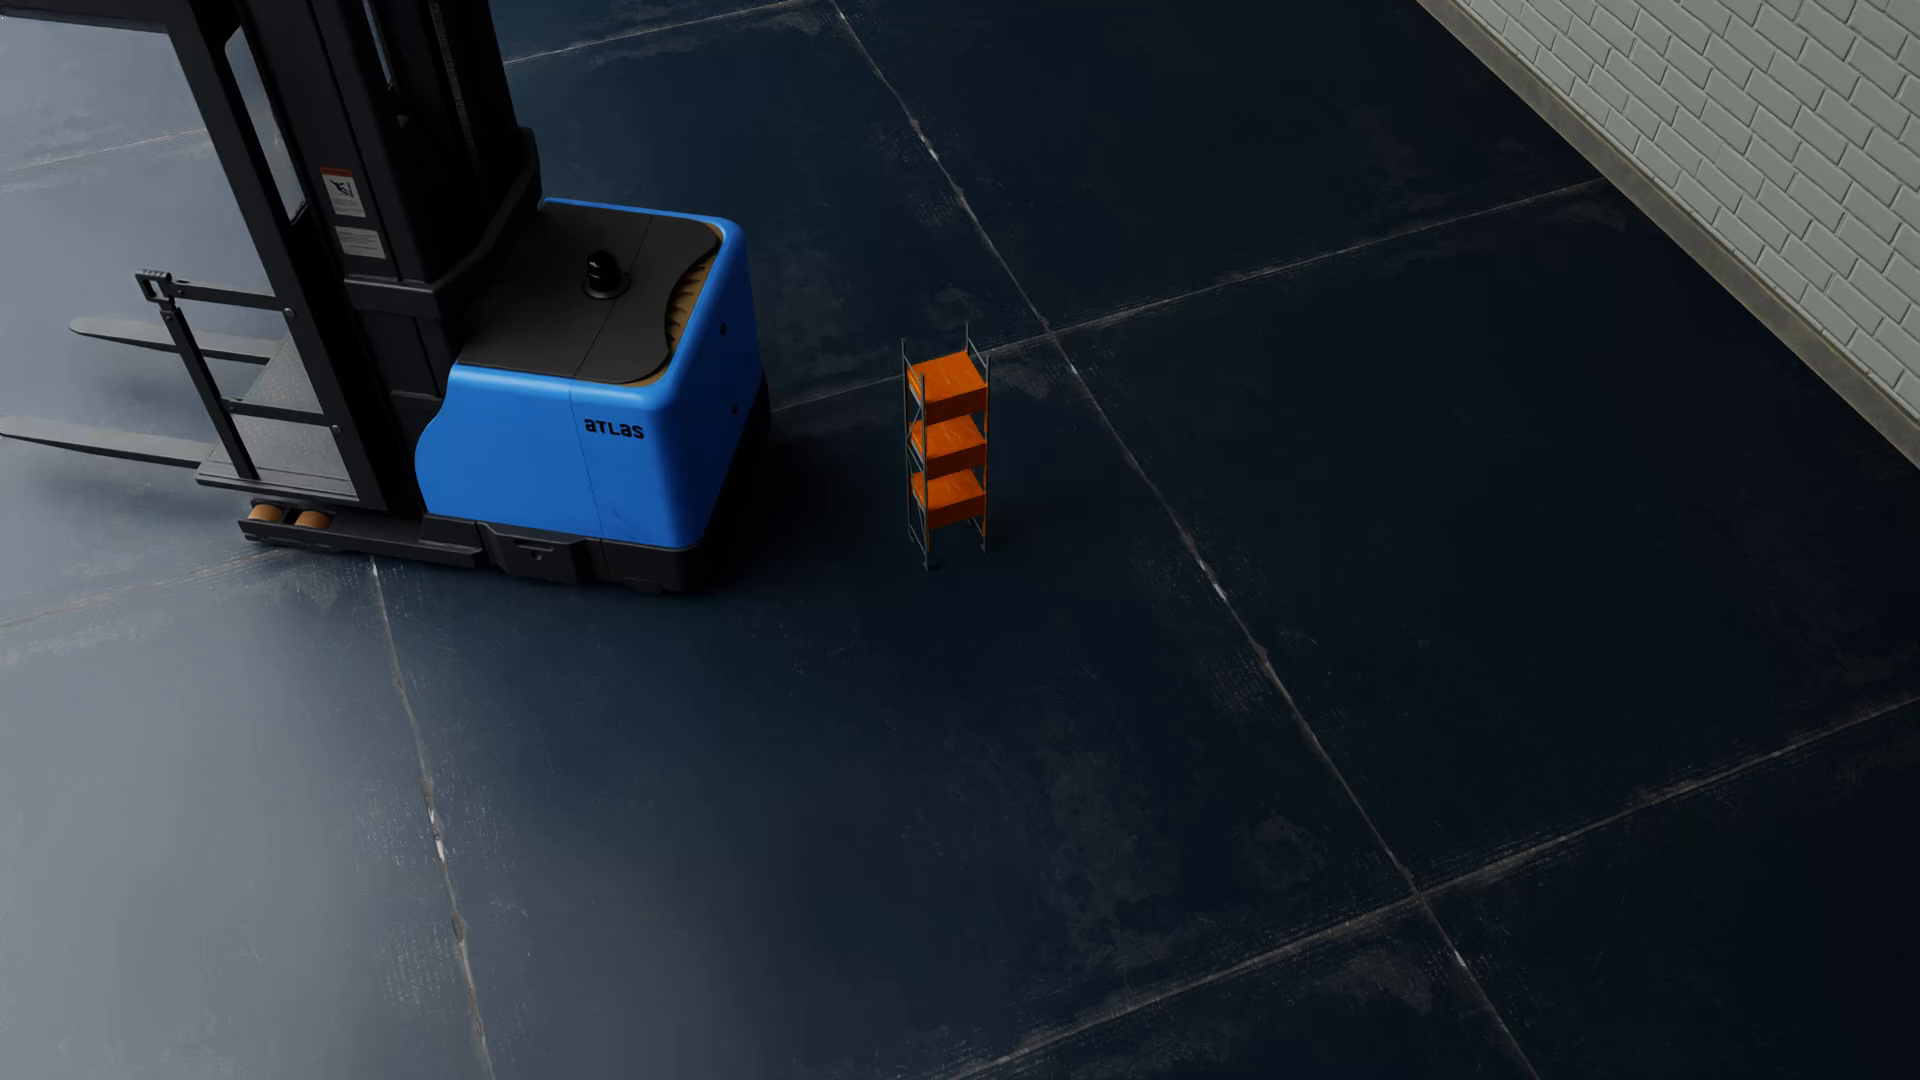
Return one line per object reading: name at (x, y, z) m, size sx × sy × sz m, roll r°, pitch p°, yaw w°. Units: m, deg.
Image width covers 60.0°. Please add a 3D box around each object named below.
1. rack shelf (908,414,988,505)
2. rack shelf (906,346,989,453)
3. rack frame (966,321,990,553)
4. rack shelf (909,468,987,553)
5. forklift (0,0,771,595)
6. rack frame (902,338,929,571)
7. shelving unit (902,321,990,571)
rack shelf at (-0.050, -0.320, 6.187) m, size 0.240 × 0.259 × 0.215 m, roll -17°, pitch 52°, yaw -14°
rack shelf at (-0.050, -0.505, 5.972) m, size 0.240 × 0.259 × 0.215 m, roll -17°, pitch 52°, yaw -14°
rack frame at (0.063, -0.362, 6.209) m, size 0.008 × 1.050 × 0.200 m, roll -17°, pitch 52°, yaw -14°
rack shelf at (-0.050, -0.139, 6.398) m, size 0.240 × 0.259 × 0.215 m, roll -17°, pitch 52°, yaw -14°
forklift at (-2.354, -1.297, 5.772) m, size 3.031 × 2.935 × 1.130 m, roll 8°, pitch 50°, yaw 7°
rack frame at (-0.162, -0.292, 6.149) m, size 0.008 × 1.050 × 0.200 m, roll -17°, pitch 52°, yaw -14°
shelving unit at (-0.050, -0.327, 6.179) m, size 0.252 × 1.050 × 0.215 m, roll -17°, pitch 52°, yaw -14°
